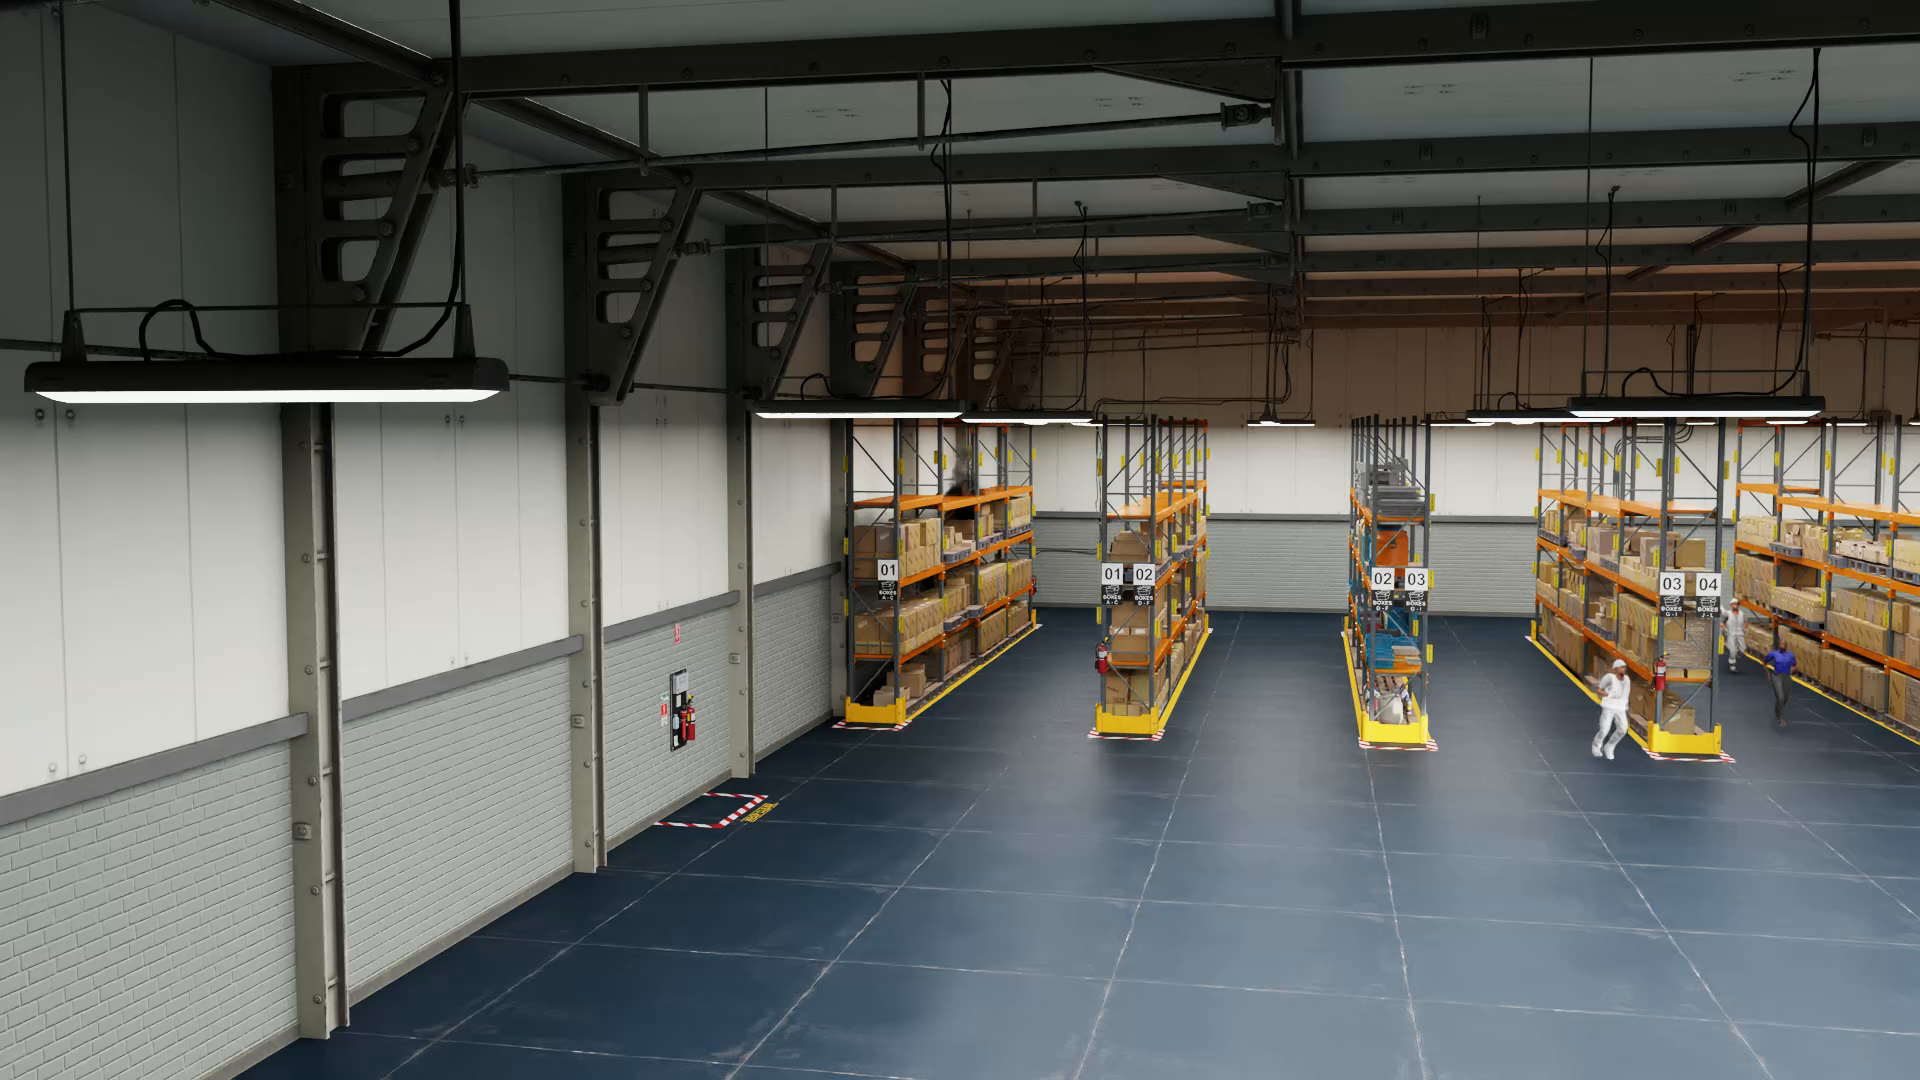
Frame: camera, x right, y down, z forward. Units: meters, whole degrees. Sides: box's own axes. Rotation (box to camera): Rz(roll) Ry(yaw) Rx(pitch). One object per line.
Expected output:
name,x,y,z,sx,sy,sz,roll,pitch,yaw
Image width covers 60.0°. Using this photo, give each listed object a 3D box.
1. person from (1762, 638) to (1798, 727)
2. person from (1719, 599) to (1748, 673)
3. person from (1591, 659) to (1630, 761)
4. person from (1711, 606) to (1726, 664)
person,15.954,2.741,32.343,0.582,1.679,0.823,0,4,4
person,18.217,2.249,39.109,0.652,1.738,0.615,1,4,9
person,11.374,2.943,28.787,0.685,1.753,0.646,0,4,-6
person,18.513,2.203,40.777,0.602,1.656,0.627,1,4,20
